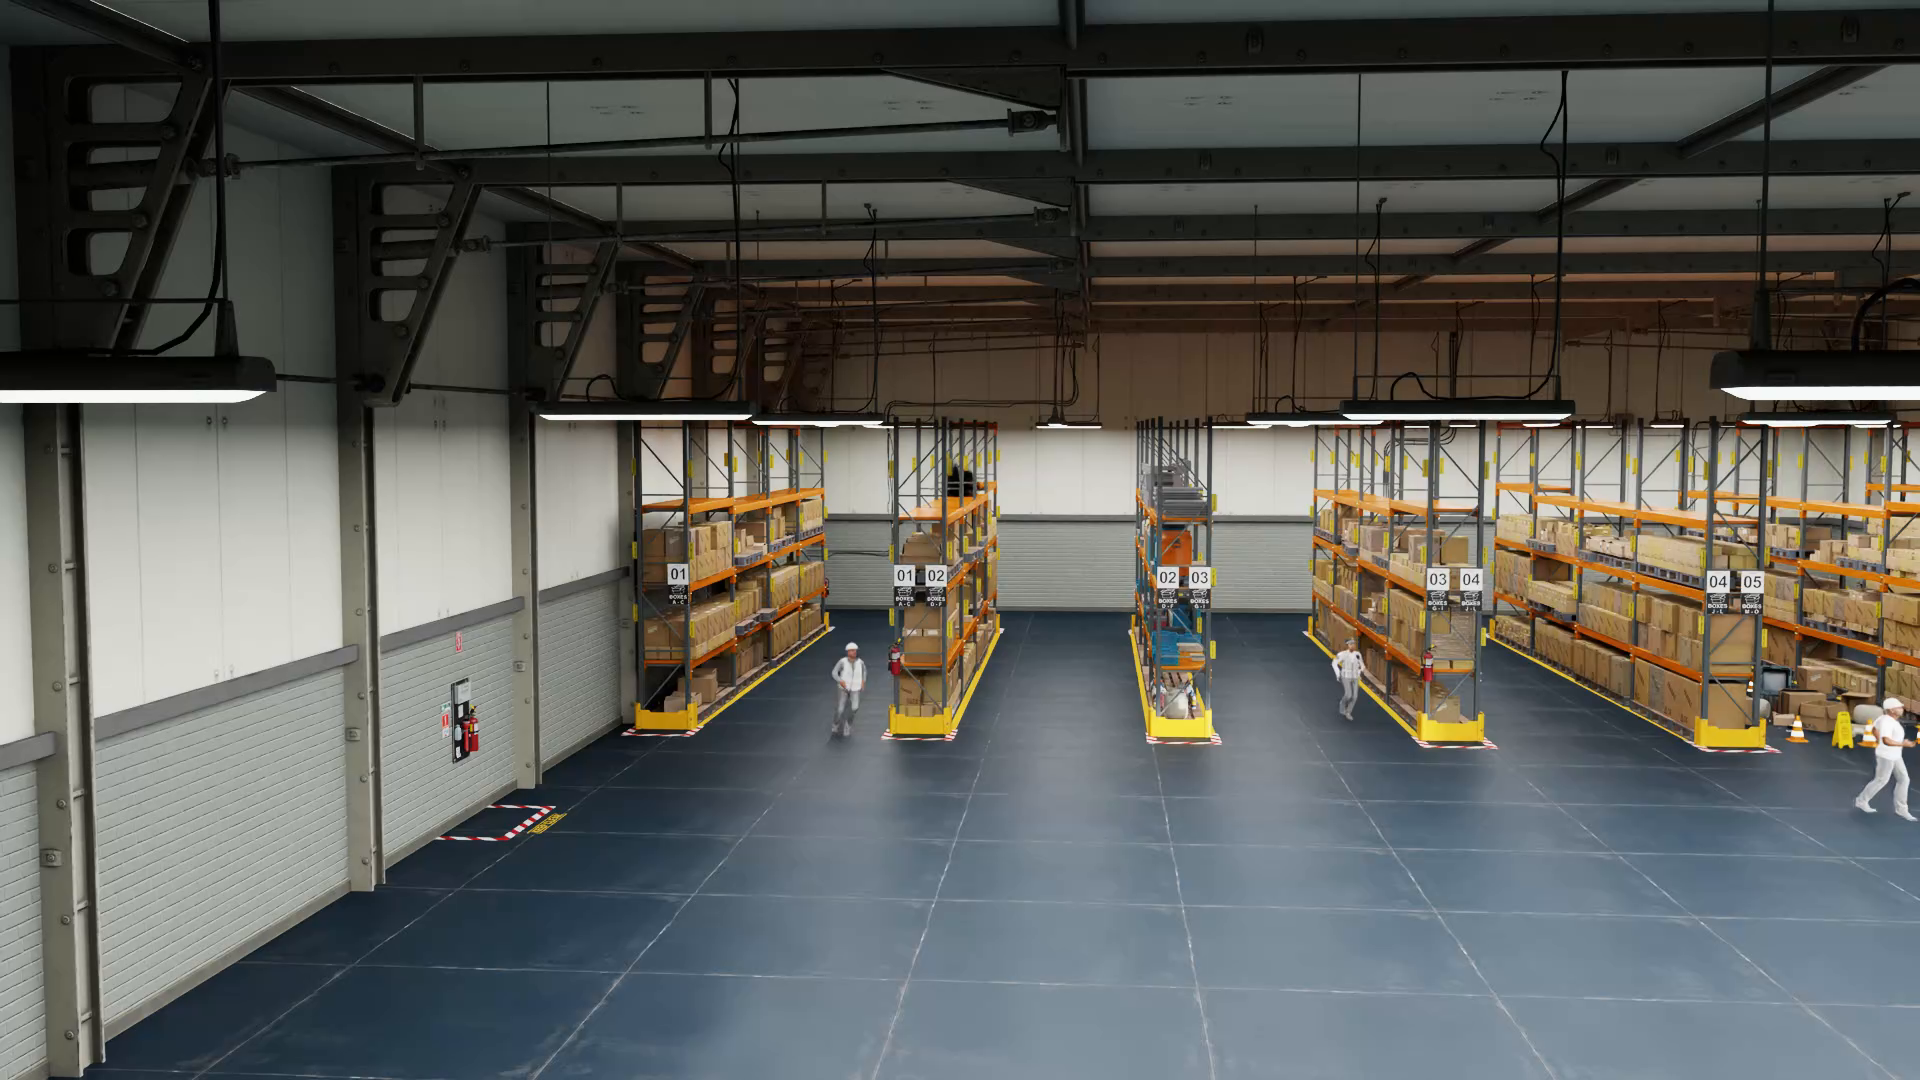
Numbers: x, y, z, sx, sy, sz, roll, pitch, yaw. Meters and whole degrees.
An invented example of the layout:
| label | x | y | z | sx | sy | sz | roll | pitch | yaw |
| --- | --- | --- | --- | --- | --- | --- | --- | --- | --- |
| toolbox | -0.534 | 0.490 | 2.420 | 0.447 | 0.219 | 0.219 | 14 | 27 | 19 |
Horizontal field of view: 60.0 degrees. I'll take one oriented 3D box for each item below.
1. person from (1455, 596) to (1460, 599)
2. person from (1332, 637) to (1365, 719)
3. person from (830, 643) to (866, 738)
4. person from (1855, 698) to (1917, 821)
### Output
| label | x | y | z | sx | sy | sz | roll | pitch | yaw |
| --- | --- | --- | --- | --- | --- | --- | --- | --- | --- |
| person | 13.499 | 1.949 | 45.878 | 0.605 | 1.596 | 0.621 | 2 | 4 | 33 |
| person | 7.734 | 2.744 | 32.909 | 0.605 | 1.655 | 0.548 | 0 | 4 | -6 |
| person | -2.066 | 2.820 | 31.302 | 0.713 | 1.774 | 0.667 | -1 | 4 | -16 |
| person | 13.703 | 3.237 | 24.589 | 0.798 | 1.816 | 0.676 | 3 | 5 | 41 |
